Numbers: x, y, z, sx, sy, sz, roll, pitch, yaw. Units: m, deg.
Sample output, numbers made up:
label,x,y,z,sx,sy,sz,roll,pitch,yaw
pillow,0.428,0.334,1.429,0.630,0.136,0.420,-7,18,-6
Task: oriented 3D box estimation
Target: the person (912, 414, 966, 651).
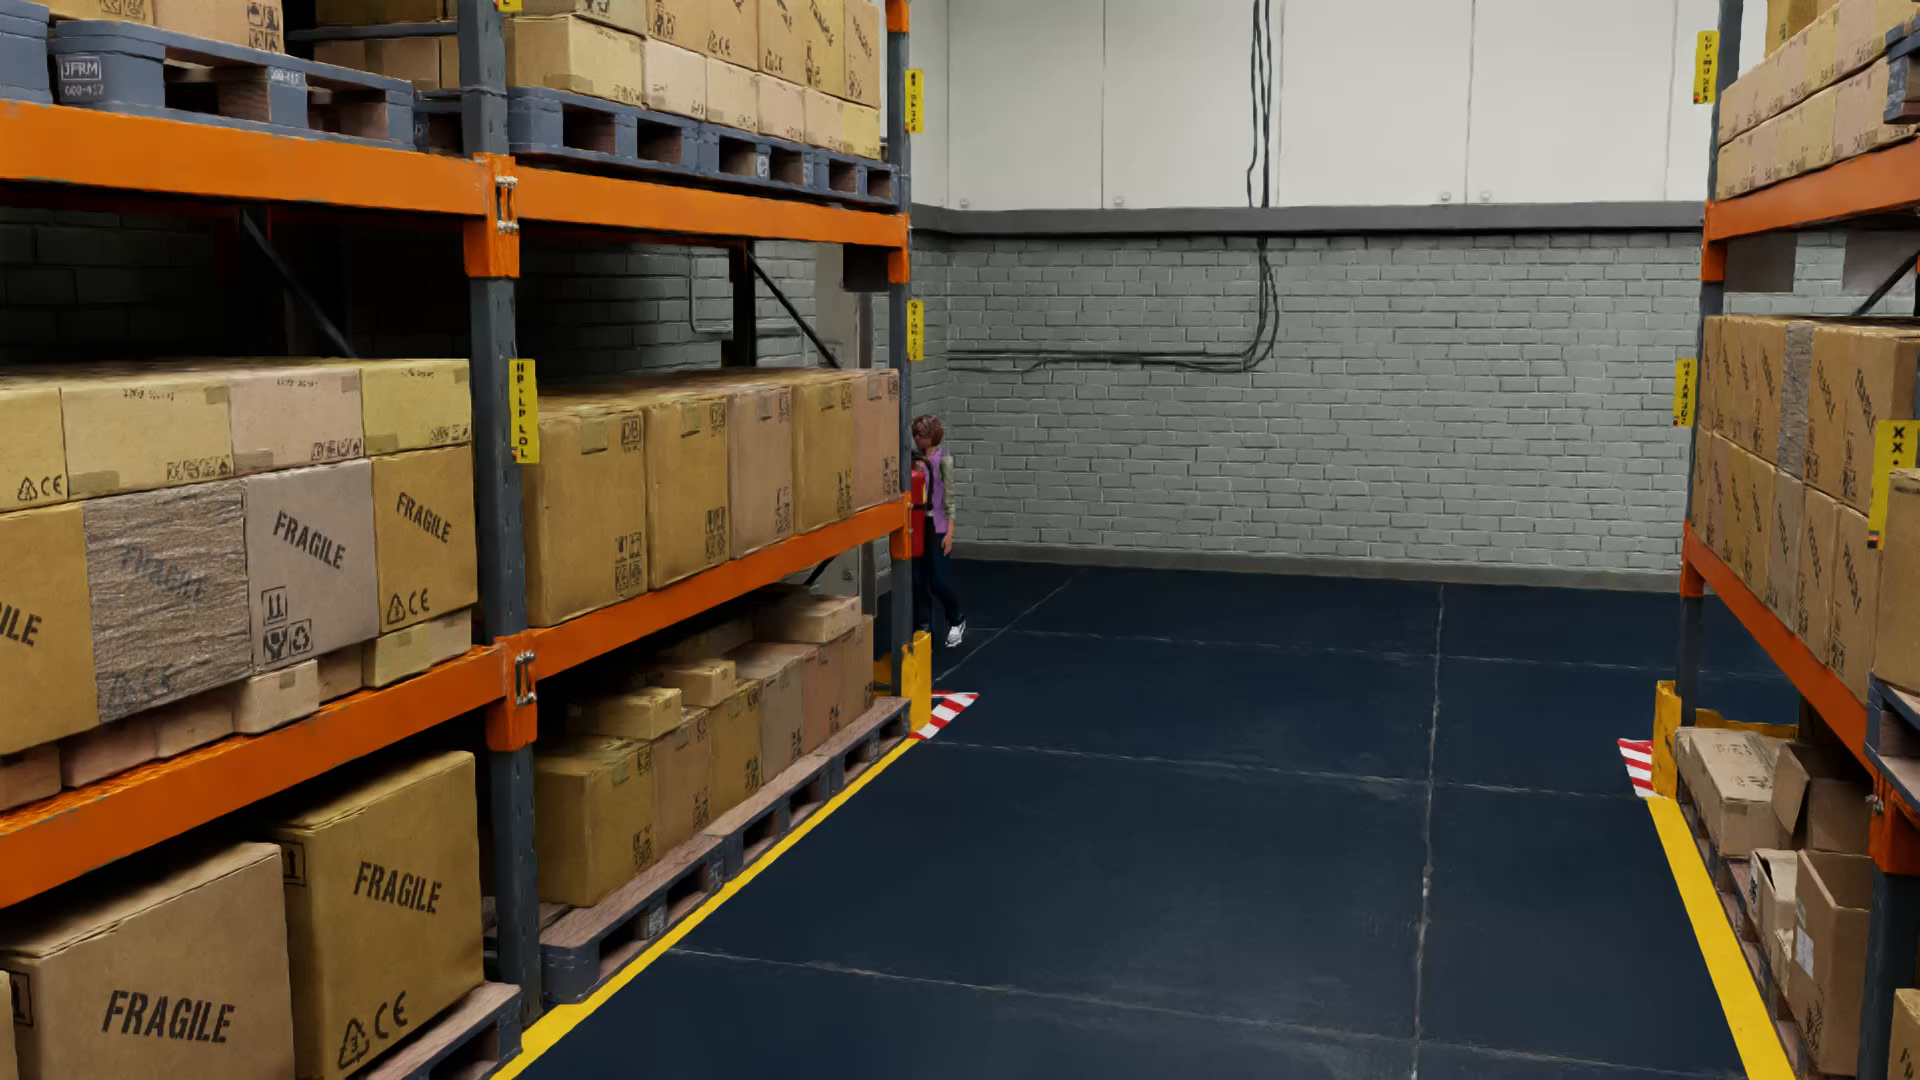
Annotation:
label,x,y,z,sx,sy,sz,roll,pitch,yaw
person,-0.199,-0.040,11.072,0.437,1.596,0.571,6,11,35
